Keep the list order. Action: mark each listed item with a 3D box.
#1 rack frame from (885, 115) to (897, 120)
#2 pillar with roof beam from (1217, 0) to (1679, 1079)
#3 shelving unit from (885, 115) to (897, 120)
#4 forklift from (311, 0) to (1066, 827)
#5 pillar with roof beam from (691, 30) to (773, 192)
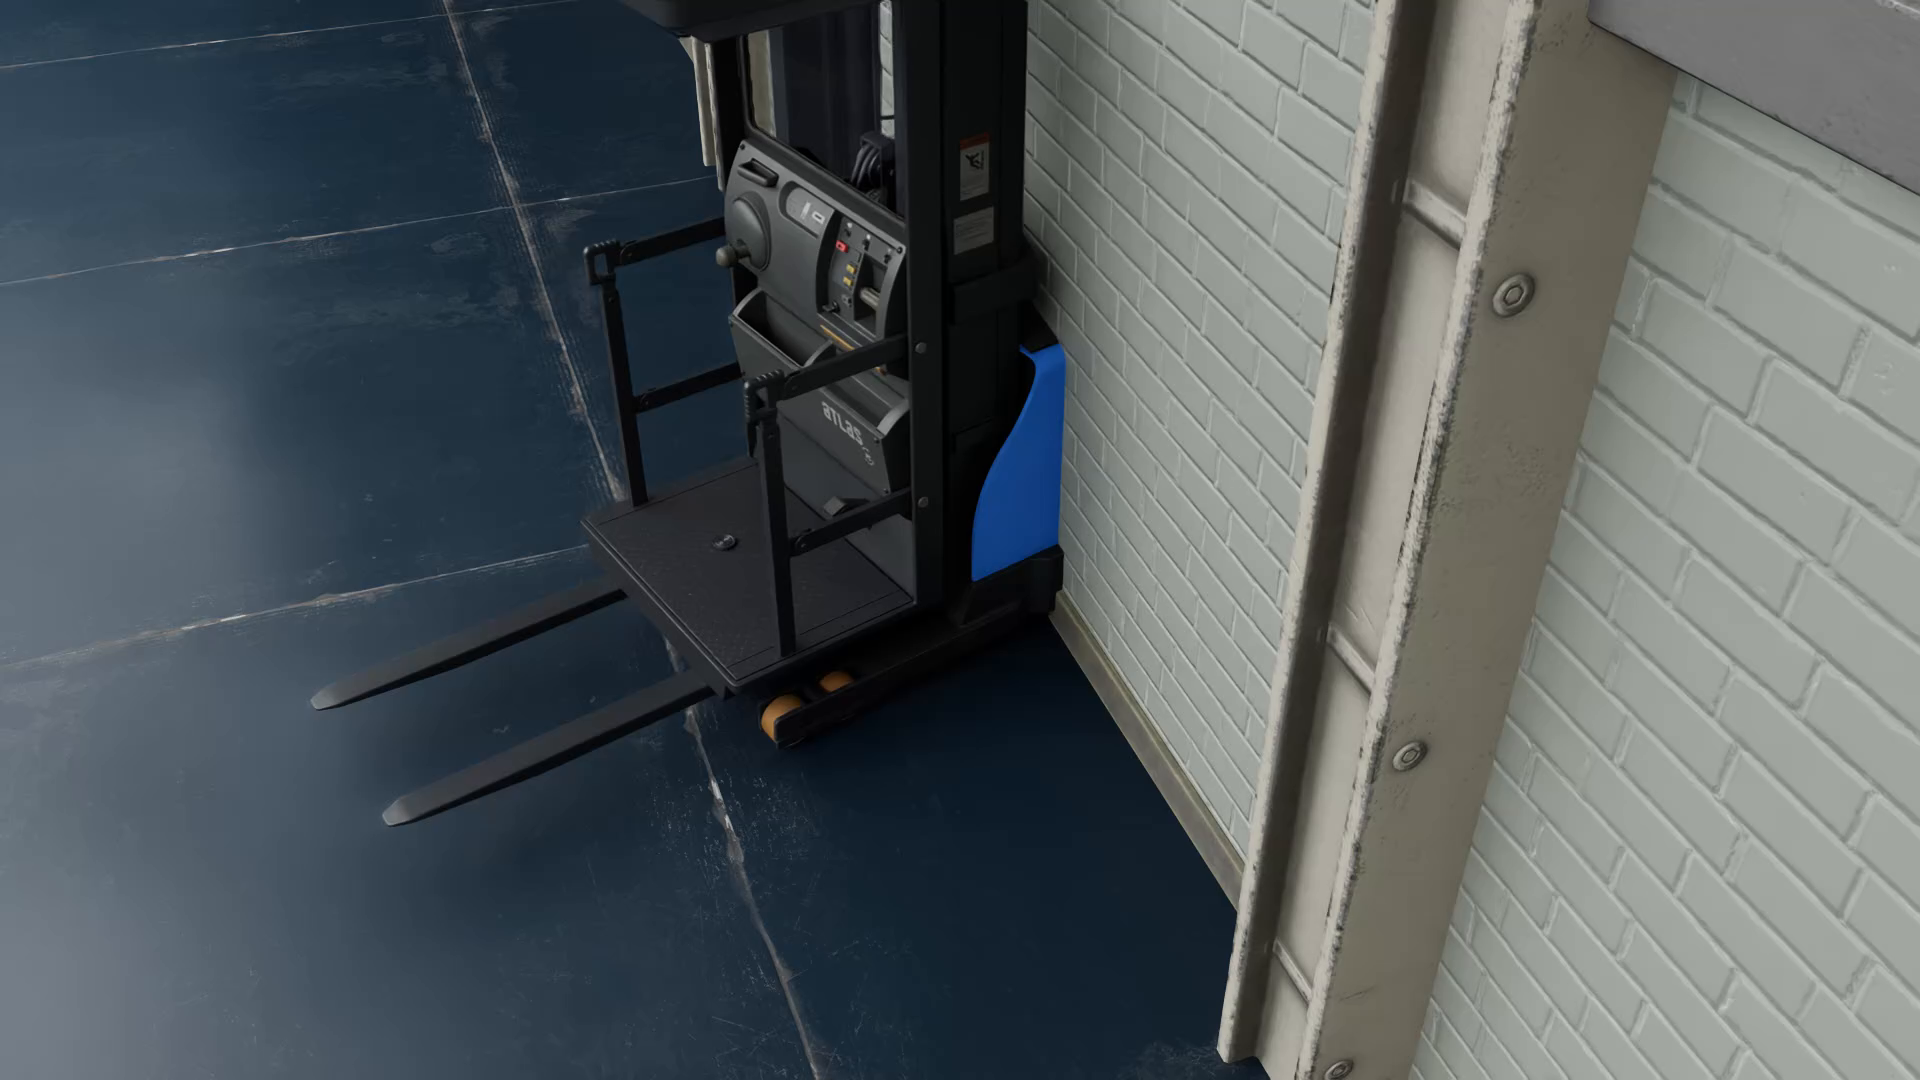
[{"bbox_3d":[-0.413,-0.959,6.363,0.500,1.500,0.032,-11,26,-39],"label":"rack frame"},{"bbox_3d":[-3.145,-1.267,0.453,9.100,9.000,0.400,-12,39,-16],"label":"pillar with roof beam"},{"bbox_3d":[-0.078,-0.795,6.003,0.587,1.500,1.083,-11,26,-39],"label":"shelving unit"},{"bbox_3d":[-0.621,-0.868,4.967,3.031,2.935,1.130,-24,43,-28],"label":"forklift"},{"bbox_3d":[-5.210,-4.657,4.953,9.100,9.000,0.400,-12,39,-16],"label":"pillar with roof beam"}]
